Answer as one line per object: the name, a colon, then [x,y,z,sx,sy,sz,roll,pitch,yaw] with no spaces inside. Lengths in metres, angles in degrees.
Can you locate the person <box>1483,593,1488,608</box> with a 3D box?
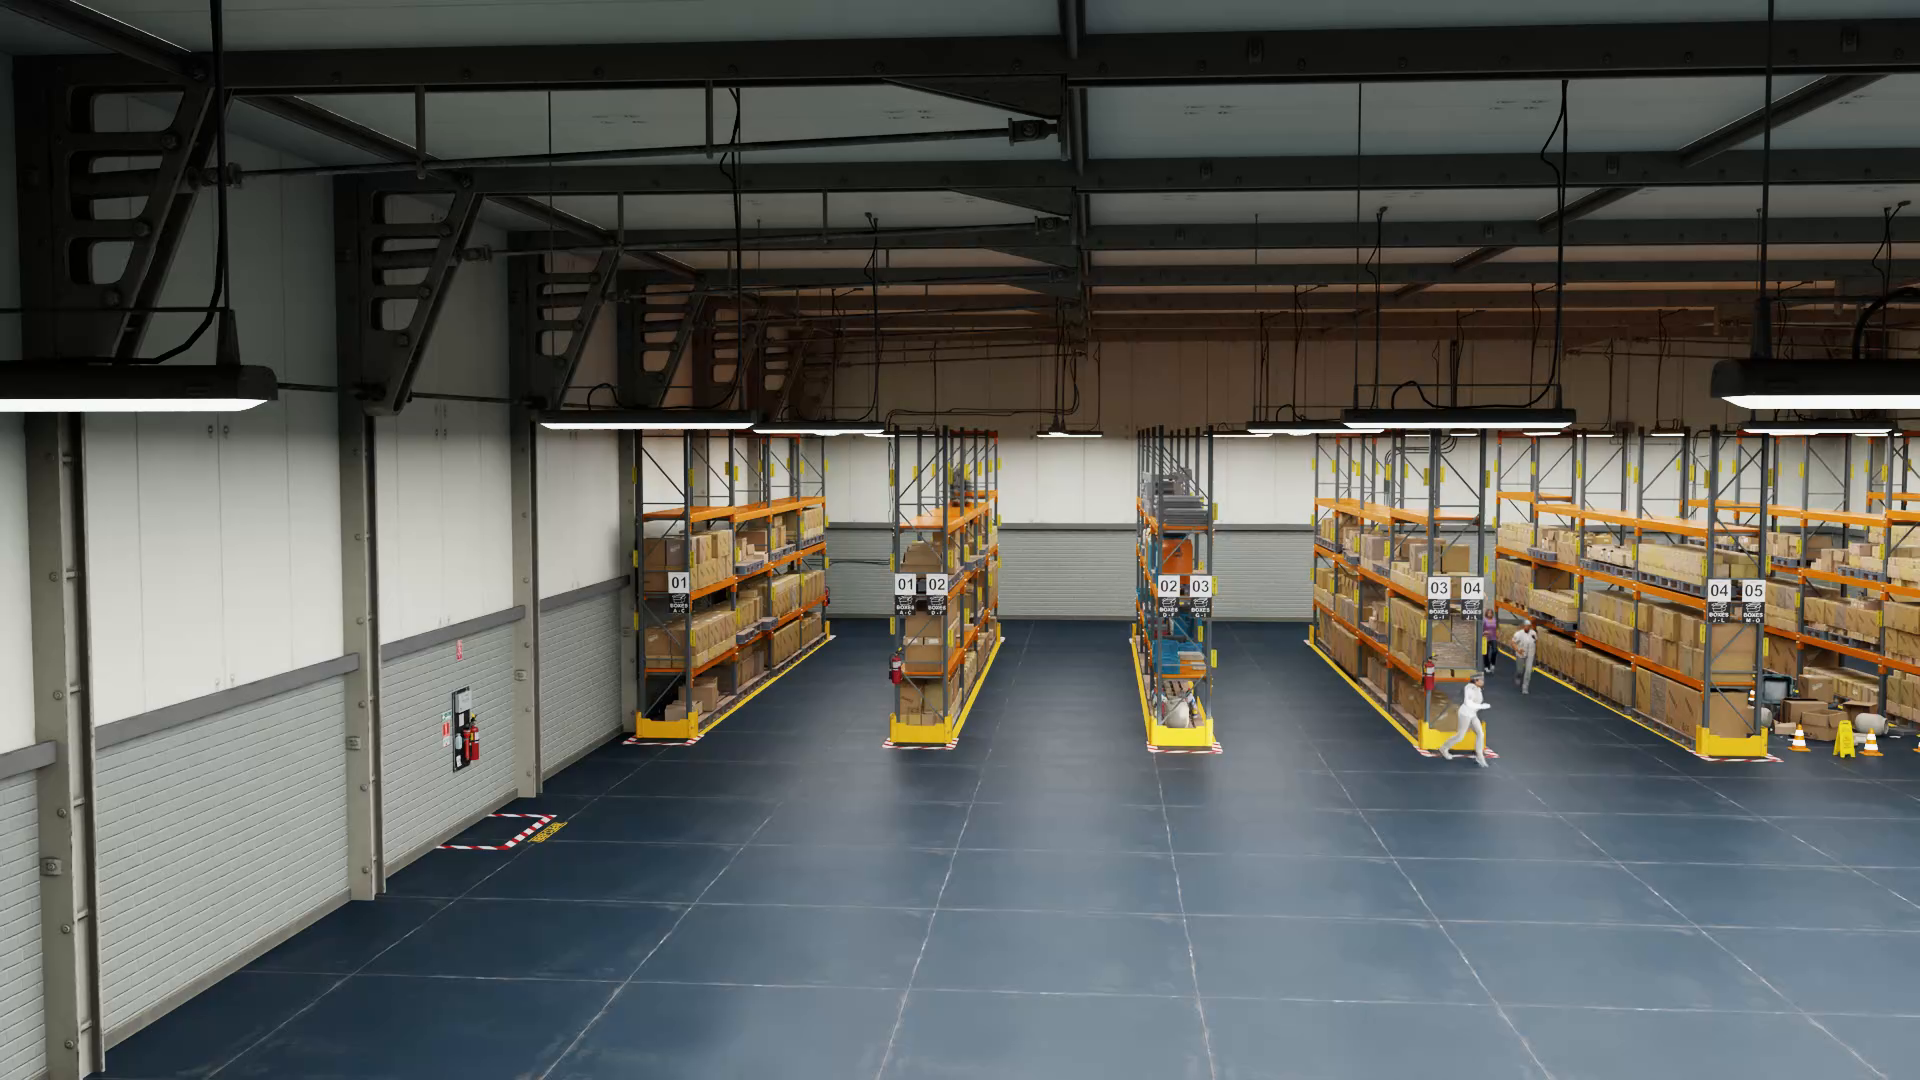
person: [14.614,2.051,47.205,0.812,1.727,0.608,-3,4,-39]

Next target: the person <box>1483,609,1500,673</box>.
person: [12.995,2.470,40.745,0.512,1.570,0.627,1,3,9]

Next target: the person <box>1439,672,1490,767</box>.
person: [8.923,3.153,29.364,0.927,1.707,0.646,3,4,36]

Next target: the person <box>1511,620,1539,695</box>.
person: [12.852,2.644,37.834,0.630,1.661,0.865,0,3,6]
